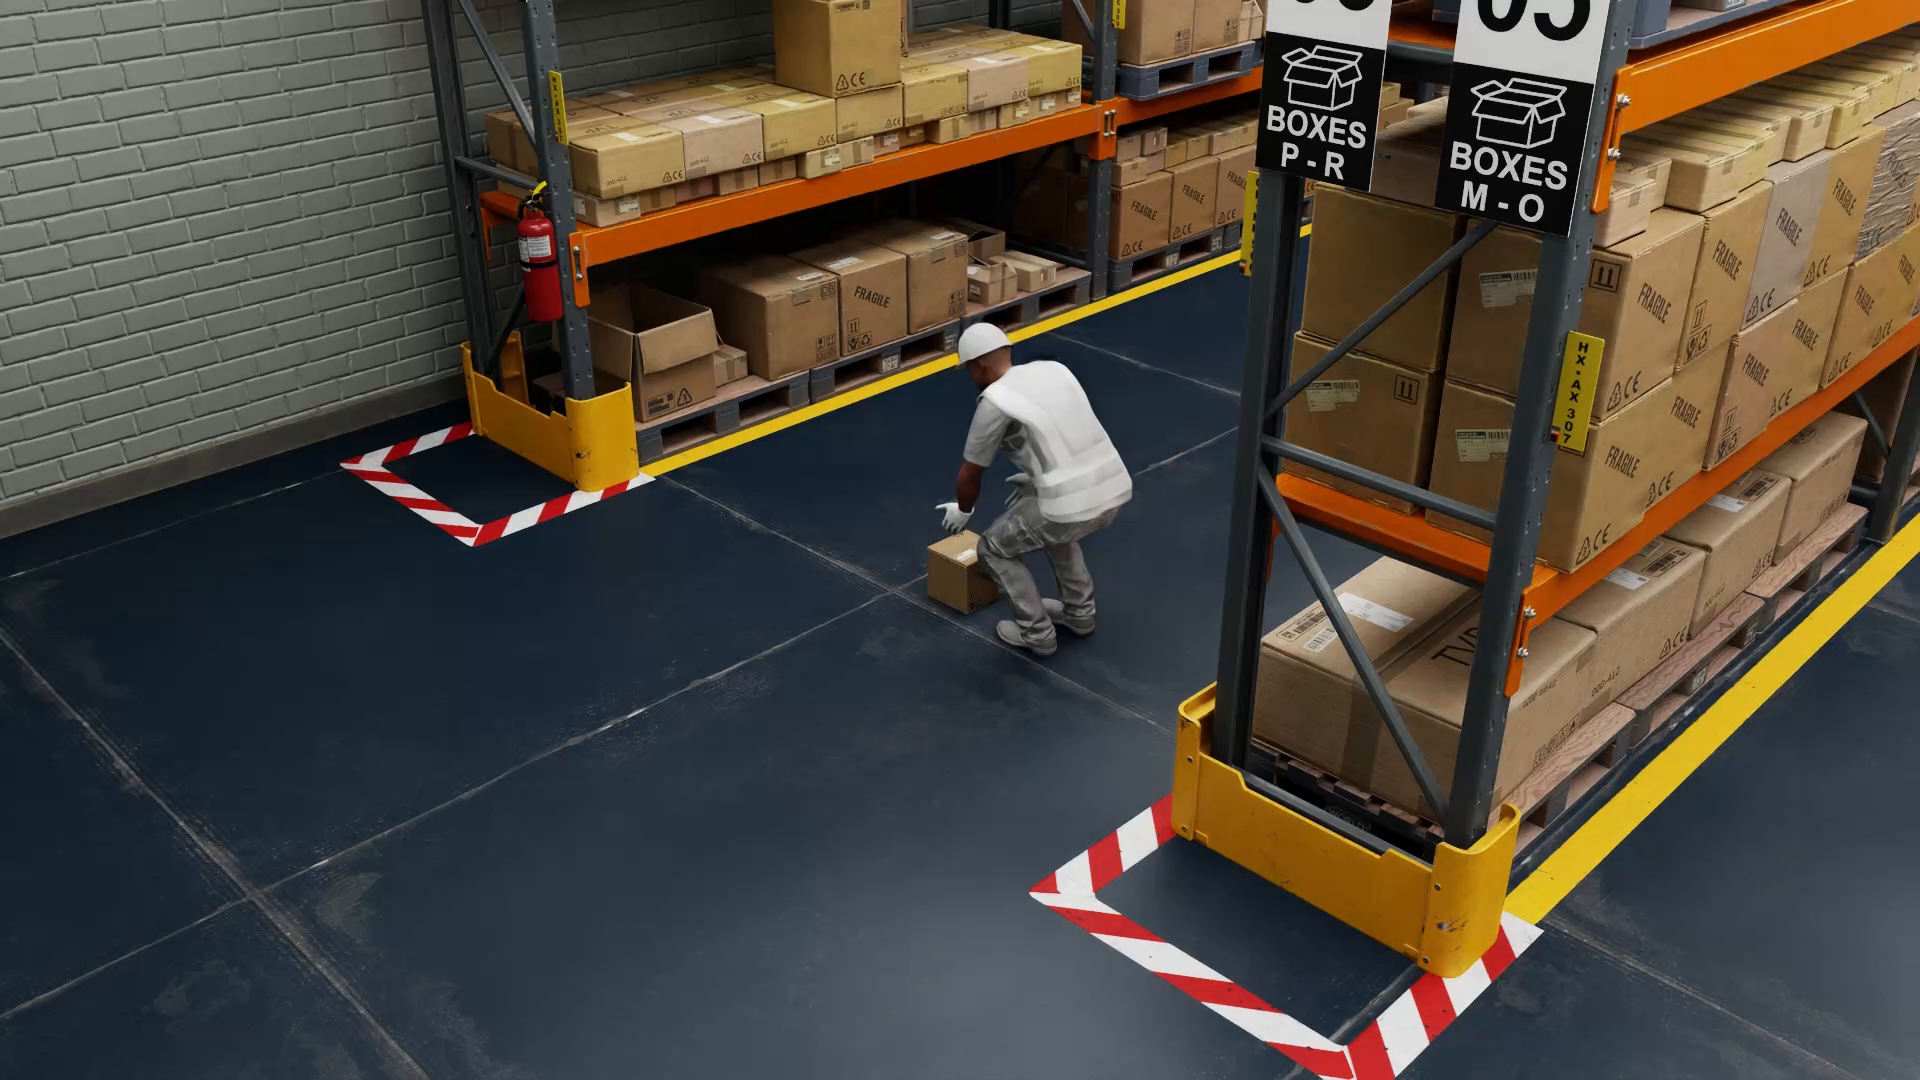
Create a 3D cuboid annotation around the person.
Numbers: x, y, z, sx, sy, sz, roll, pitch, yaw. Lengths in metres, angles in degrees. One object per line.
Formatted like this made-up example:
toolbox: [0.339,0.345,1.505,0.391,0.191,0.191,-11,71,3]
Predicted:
person: [0.304,-0.197,6.949,0.803,1.349,0.612,25,36,39]
